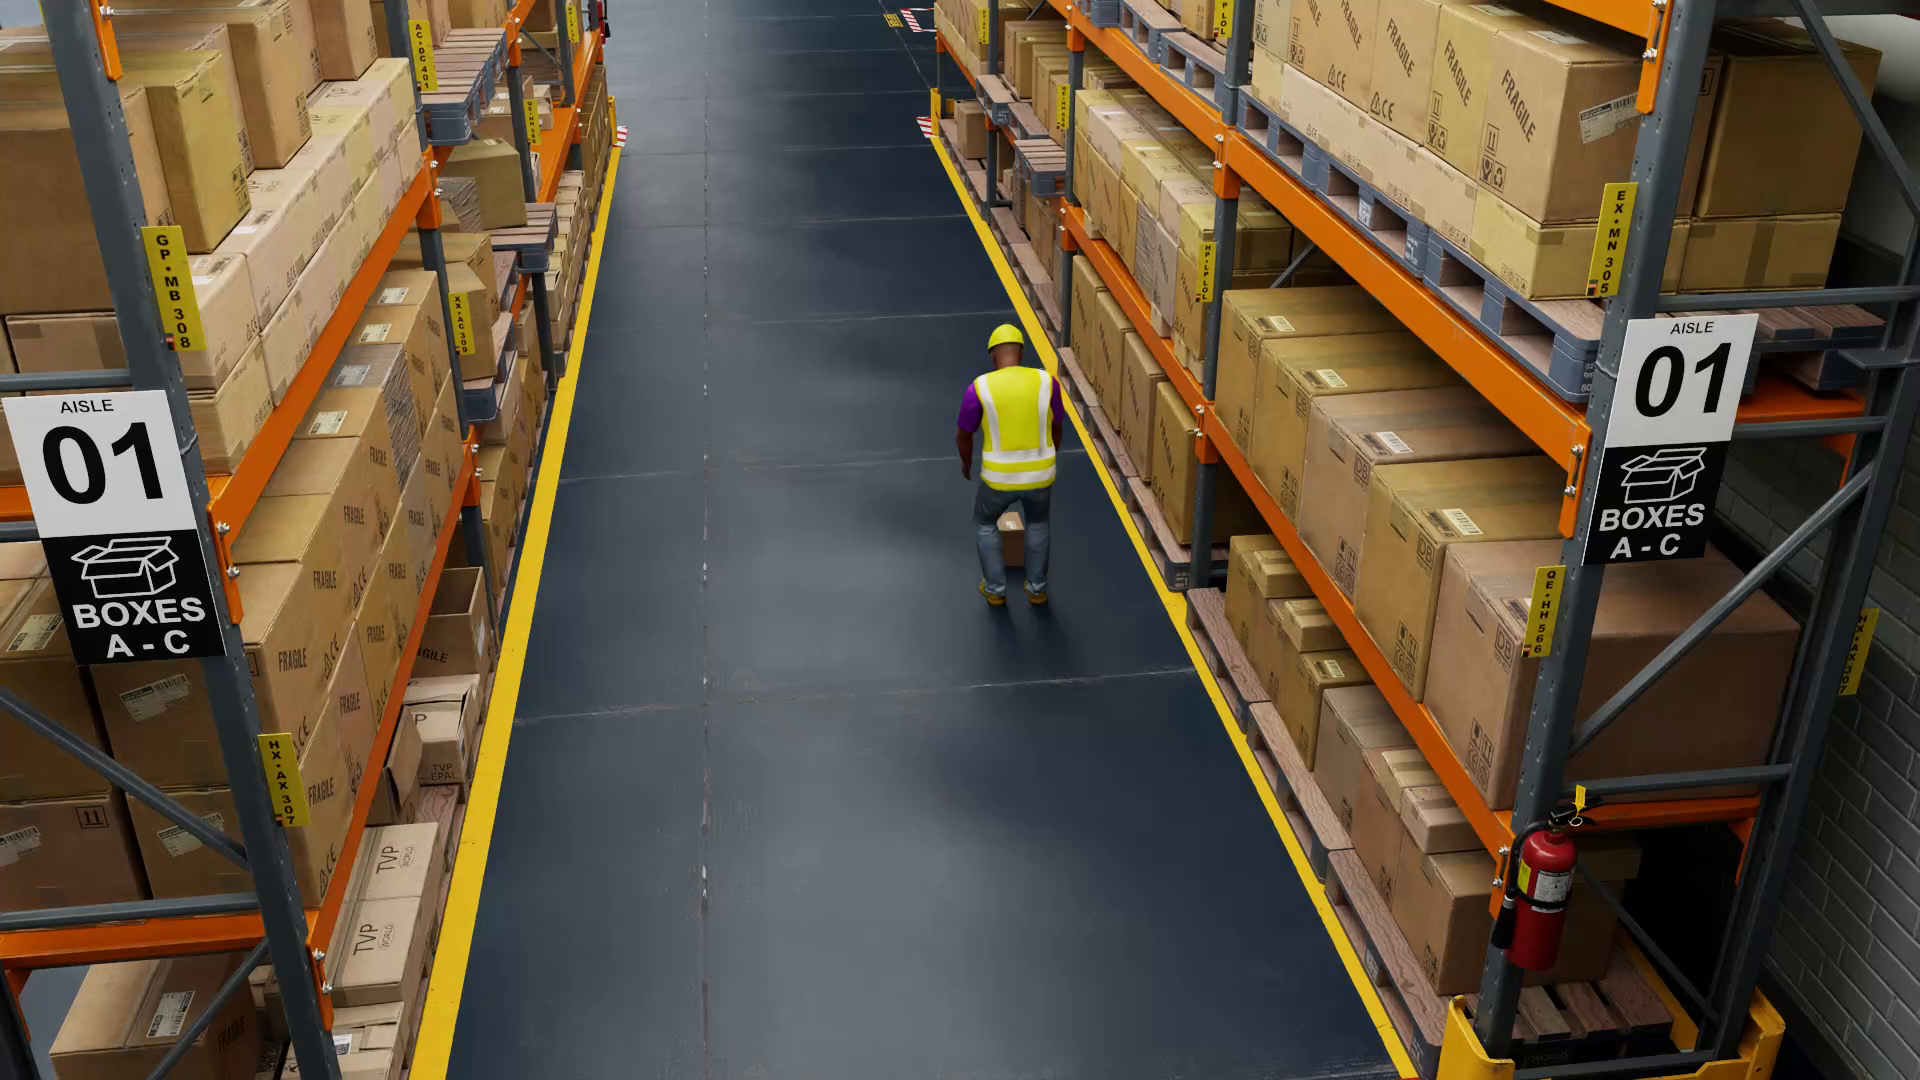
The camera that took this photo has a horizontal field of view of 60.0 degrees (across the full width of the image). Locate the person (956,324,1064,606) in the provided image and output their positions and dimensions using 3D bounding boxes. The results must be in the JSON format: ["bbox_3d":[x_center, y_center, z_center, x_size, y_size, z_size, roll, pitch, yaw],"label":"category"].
[{"bbox_3d":[0.285,-0.409,9.544,0.613,1.633,0.576,-3,27,-6],"label":"person"}]
